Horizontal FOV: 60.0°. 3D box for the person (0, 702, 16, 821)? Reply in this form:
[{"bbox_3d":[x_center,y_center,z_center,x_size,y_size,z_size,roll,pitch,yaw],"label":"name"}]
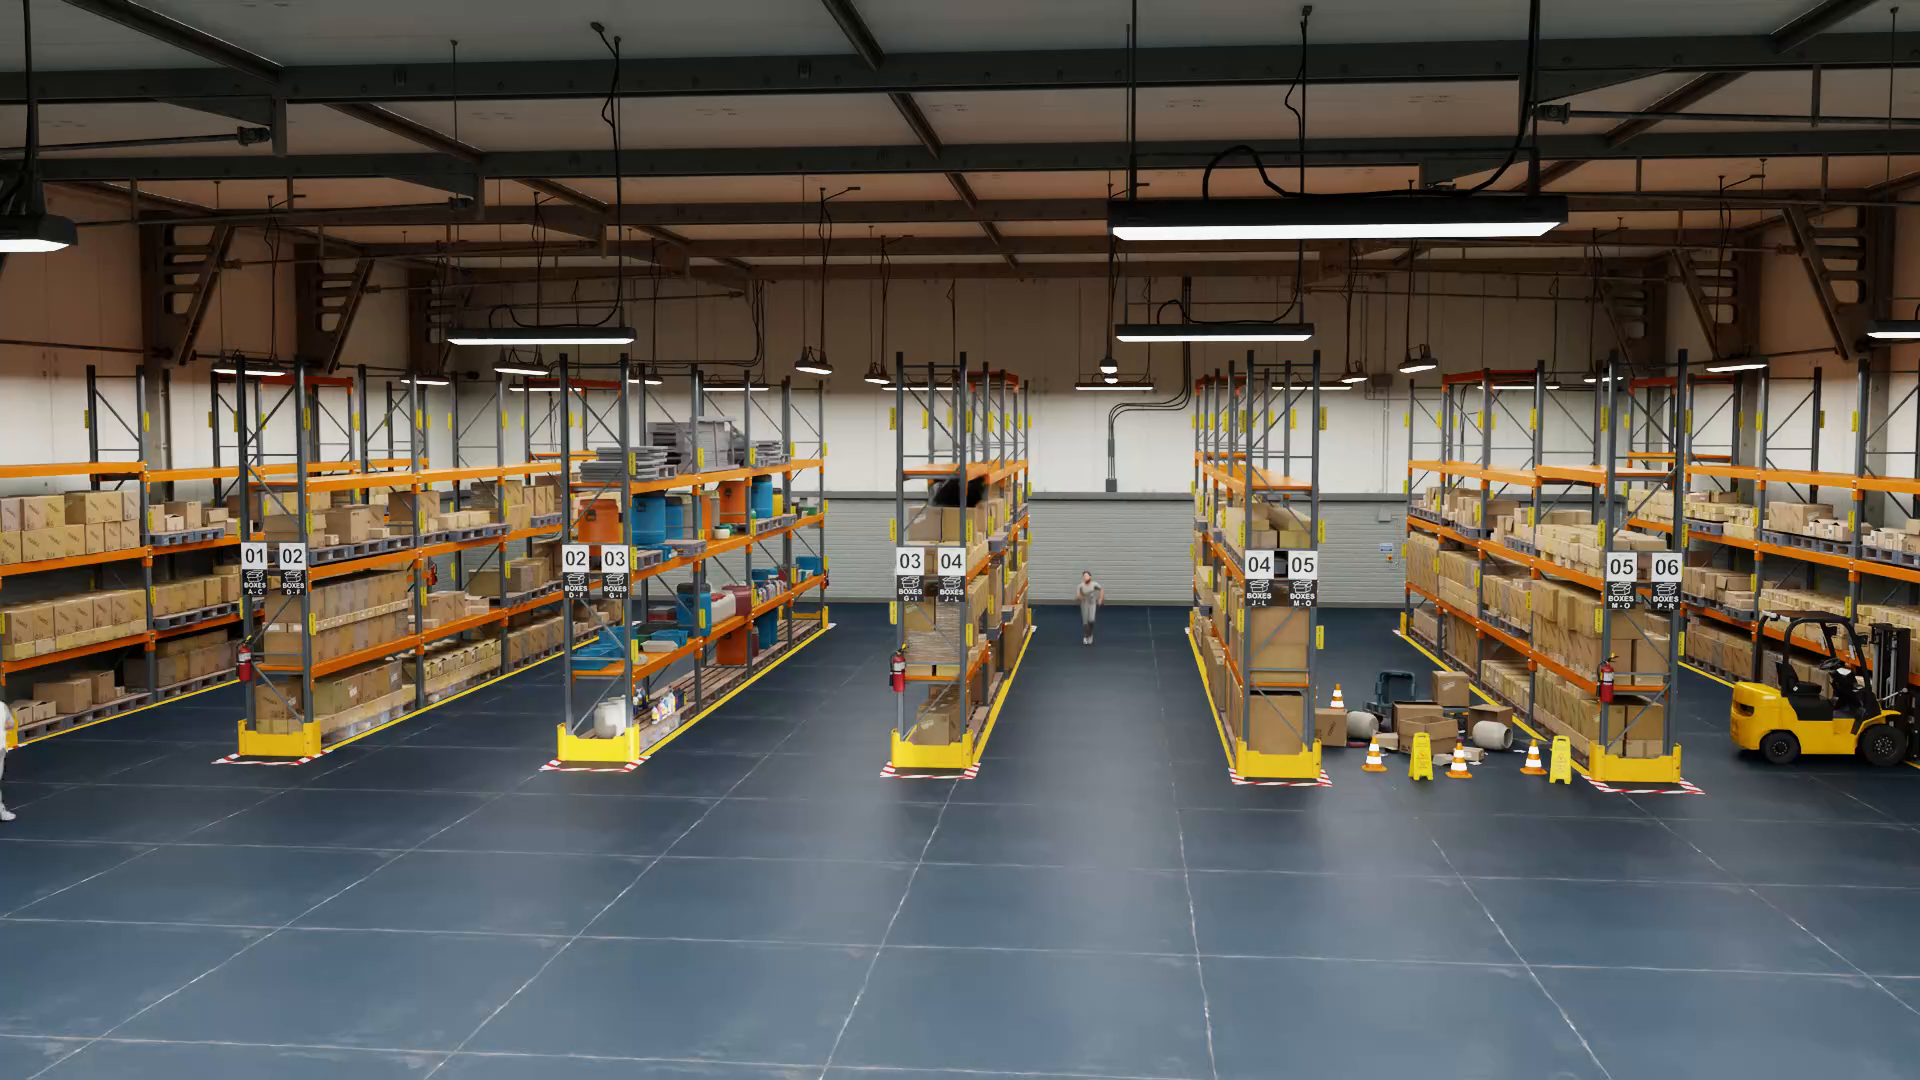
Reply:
[{"bbox_3d":[-12.238,2.611,20.906,0.940,1.755,0.658,2,4,24],"label":"person"}]

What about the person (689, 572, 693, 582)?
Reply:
[{"bbox_3d":[-5.884,1.524,36.868,0.628,1.681,0.823,0,4,2],"label":"person"}]

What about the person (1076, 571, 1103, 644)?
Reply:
[{"bbox_3d":[2.904,1.510,37.334,0.577,1.625,0.827,1,4,11],"label":"person"}]
